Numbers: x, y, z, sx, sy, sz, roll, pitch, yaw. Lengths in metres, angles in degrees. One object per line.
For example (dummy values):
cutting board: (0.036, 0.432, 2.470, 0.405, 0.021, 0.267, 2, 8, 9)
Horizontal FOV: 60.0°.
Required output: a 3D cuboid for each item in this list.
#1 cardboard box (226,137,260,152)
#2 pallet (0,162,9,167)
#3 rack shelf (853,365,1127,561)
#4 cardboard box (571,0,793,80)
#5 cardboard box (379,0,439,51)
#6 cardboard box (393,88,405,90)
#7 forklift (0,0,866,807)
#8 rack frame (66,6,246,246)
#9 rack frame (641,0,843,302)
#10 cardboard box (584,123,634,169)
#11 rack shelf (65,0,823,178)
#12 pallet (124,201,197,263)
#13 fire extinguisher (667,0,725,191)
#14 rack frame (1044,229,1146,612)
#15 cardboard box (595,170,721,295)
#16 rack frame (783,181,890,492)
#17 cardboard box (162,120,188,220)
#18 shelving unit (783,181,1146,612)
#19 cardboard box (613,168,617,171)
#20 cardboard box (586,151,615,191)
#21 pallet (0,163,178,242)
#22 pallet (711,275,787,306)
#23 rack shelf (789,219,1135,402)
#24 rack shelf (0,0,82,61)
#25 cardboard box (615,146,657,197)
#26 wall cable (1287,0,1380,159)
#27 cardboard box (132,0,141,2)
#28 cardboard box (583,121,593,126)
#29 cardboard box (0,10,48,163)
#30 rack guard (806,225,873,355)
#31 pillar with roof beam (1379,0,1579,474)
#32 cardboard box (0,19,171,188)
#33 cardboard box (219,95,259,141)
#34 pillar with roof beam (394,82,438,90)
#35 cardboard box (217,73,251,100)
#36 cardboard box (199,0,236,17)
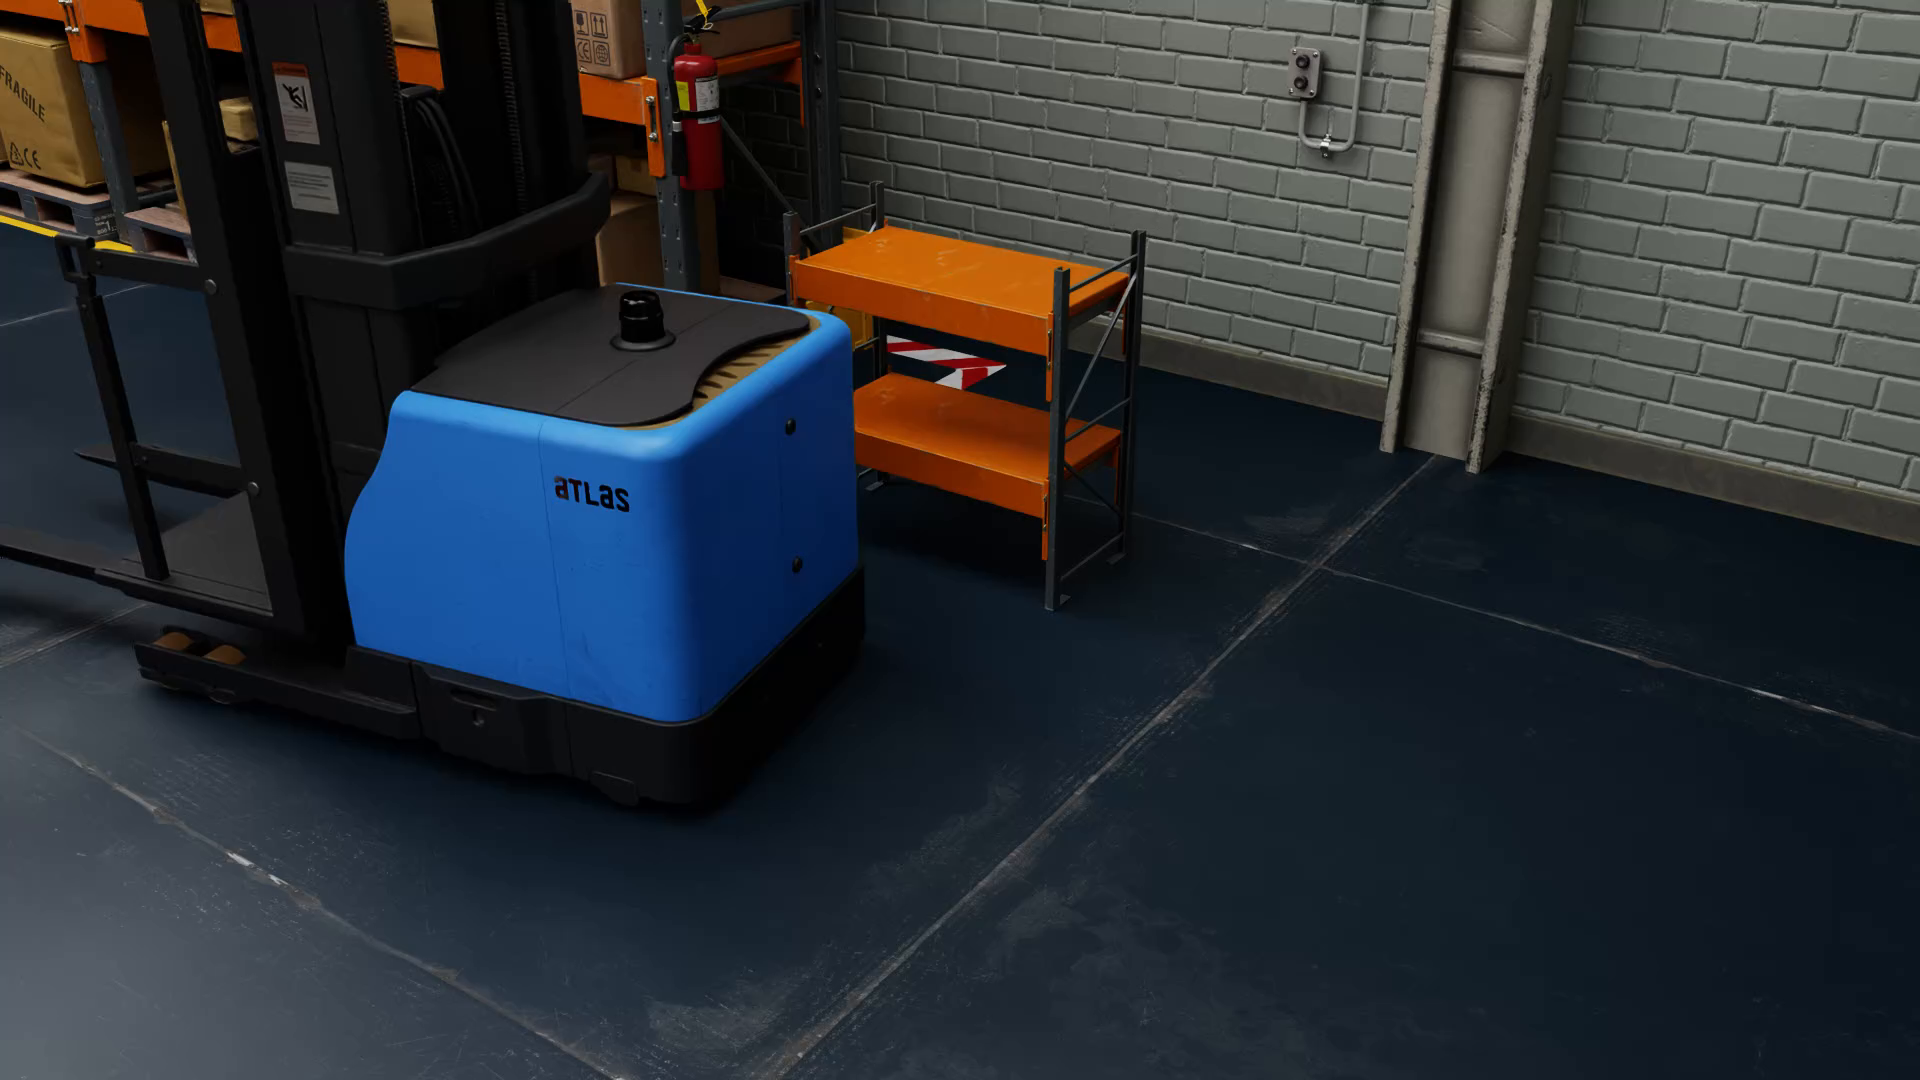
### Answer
cardboard box: (-3.170, -1.802, 8.277, 0.500, 0.500, 0.700, 17, 32, 30)
pallet: (-5.829, -2.330, 10.095, 1.213, 0.211, 1.003, 17, 32, 30)
rack shelf: (0.006, -0.282, 5.602, 1.000, 0.278, 0.538, 17, 32, 30)
cardboard box: (-1.269, -2.323, 6.677, 0.700, 0.700, 0.980, 19, 33, 33)
cardboard box: (-1.875, -2.506, 7.036, 0.700, 0.700, 0.980, 17, 32, 30)
cardboard box: (-2.936, -2.131, 8.208, 0.250, 0.149, 0.380, 16, 31, 29)
forklift: (-1.851, -1.038, 4.558, 3.031, 2.935, 1.130, 11, 29, 20)
rack frame: (-4.140, -3.089, 8.513, 0.127, 3.000, 1.000, 17, 32, 30)
rack frame: (-0.843, -2.062, 6.495, 0.127, 3.000, 1.000, 17, 32, 30)
cardboard box: (-1.679, -1.739, 7.438, 0.250, 0.149, 0.380, 17, 32, 30)
rack shelf: (-2.492, -2.255, 7.667, 4.000, 0.370, 1.077, 17, 32, 30)
pallet: (-3.558, -1.622, 8.705, 1.213, 0.211, 1.003, 17, 32, 30)
fire extinguisher: (-0.980, -1.650, 6.182, 0.183, 0.674, 0.296, 17, 32, 30)
rack frame: (0.425, -0.369, 5.235, 0.032, 1.125, 0.500, 17, 32, 30)
cardboard box: (-1.477, -1.278, 7.247, 0.500, 0.500, 0.700, 17, 32, 30)
rack frame: (-0.413, -0.630, 5.748, 0.032, 1.125, 0.500, 17, 32, 30)
cardboard box: (-3.582, -1.932, 8.533, 0.500, 0.500, 0.700, 18, 32, 31)
shelving unit: (0.006, -0.500, 5.491, 1.048, 1.125, 0.538, 17, 32, 30)
cardboard box: (-1.889, -1.406, 7.499, 0.500, 0.500, 0.700, 17, 32, 30)
cardboard box: (-1.686, -1.532, 7.030, 0.250, 0.149, 0.380, 17, 31, 30)
pallet: (-4.819, -2.017, 9.480, 1.213, 0.211, 1.003, 17, 32, 30)
pallet: (-1.547, -0.996, 7.474, 1.213, 0.211, 1.003, 17, 32, 30)
rack shelf: (0.006, -0.760, 5.359, 1.000, 0.278, 0.538, 17, 32, 30)
rack shelf: (-5.789, -3.282, 9.686, 4.000, 0.370, 1.077, 17, 32, 30)
cardboard box: (-1.260, -1.610, 7.183, 0.250, 0.149, 0.380, 18, 32, 31)
wall cable: (0.748, -2.540, 6.313, 1.851, 1.984, 0.084, 17, 32, 30)
cardboard box: (-3.702, -3.078, 8.160, 0.700, 0.700, 0.980, 18, 32, 31)
cardboard box: (-1.885, -1.804, 7.565, 0.250, 0.149, 0.380, 18, 32, 31)
cardboard box: (-5.484, -2.664, 9.585, 0.750, 0.750, 0.750, 18, 32, 32)
rack guard: (-0.823, -0.942, 7.050, 0.348, 0.500, 1.175, 17, 32, 30)
pillar with roof beam: (-0.565, -2.757, 1.245, 0.400, 9.000, 9.100, 17, 32, 30)
cardboard box: (-4.750, -2.437, 9.138, 0.750, 0.750, 0.750, 18, 32, 31)
cardboard box: (-3.403, -2.065, 8.079, 0.250, 0.149, 0.380, 19, 32, 32)
pillar with roof beam: (-5.511, -4.297, 4.272, 0.400, 9.000, 9.100, 17, 32, 30)
cardboard box: (-3.589, -2.333, 8.604, 0.250, 0.149, 0.380, 17, 32, 30)
cardboard box: (-3.104, -2.888, 7.787, 0.700, 0.700, 0.980, 16, 31, 29)
